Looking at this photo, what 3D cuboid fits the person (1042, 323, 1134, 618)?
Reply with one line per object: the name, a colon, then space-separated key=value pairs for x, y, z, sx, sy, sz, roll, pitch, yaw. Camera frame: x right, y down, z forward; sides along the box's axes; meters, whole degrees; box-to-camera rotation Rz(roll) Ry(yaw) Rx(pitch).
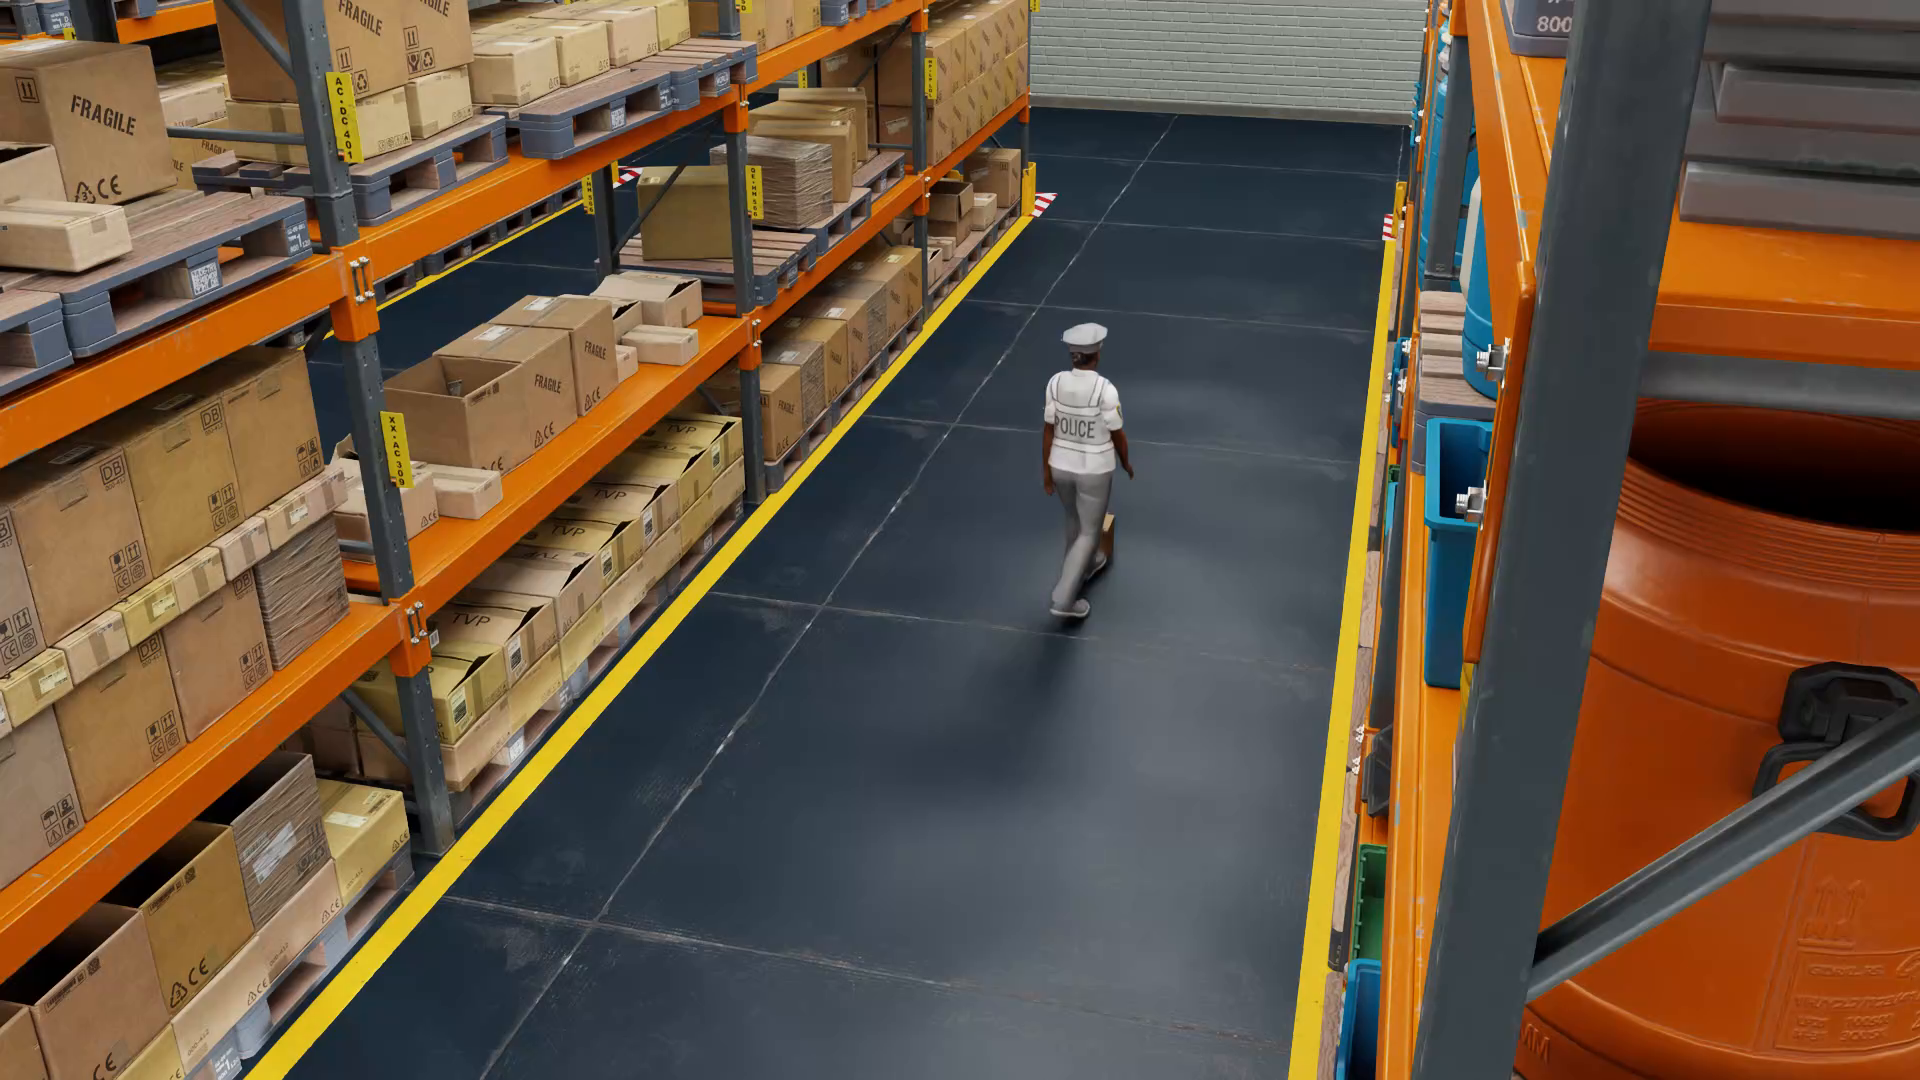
person: x=0.711 y=-0.411 z=9.455 sx=0.450 sy=1.630 sz=0.910 roll=16 pitch=30 yaw=30
